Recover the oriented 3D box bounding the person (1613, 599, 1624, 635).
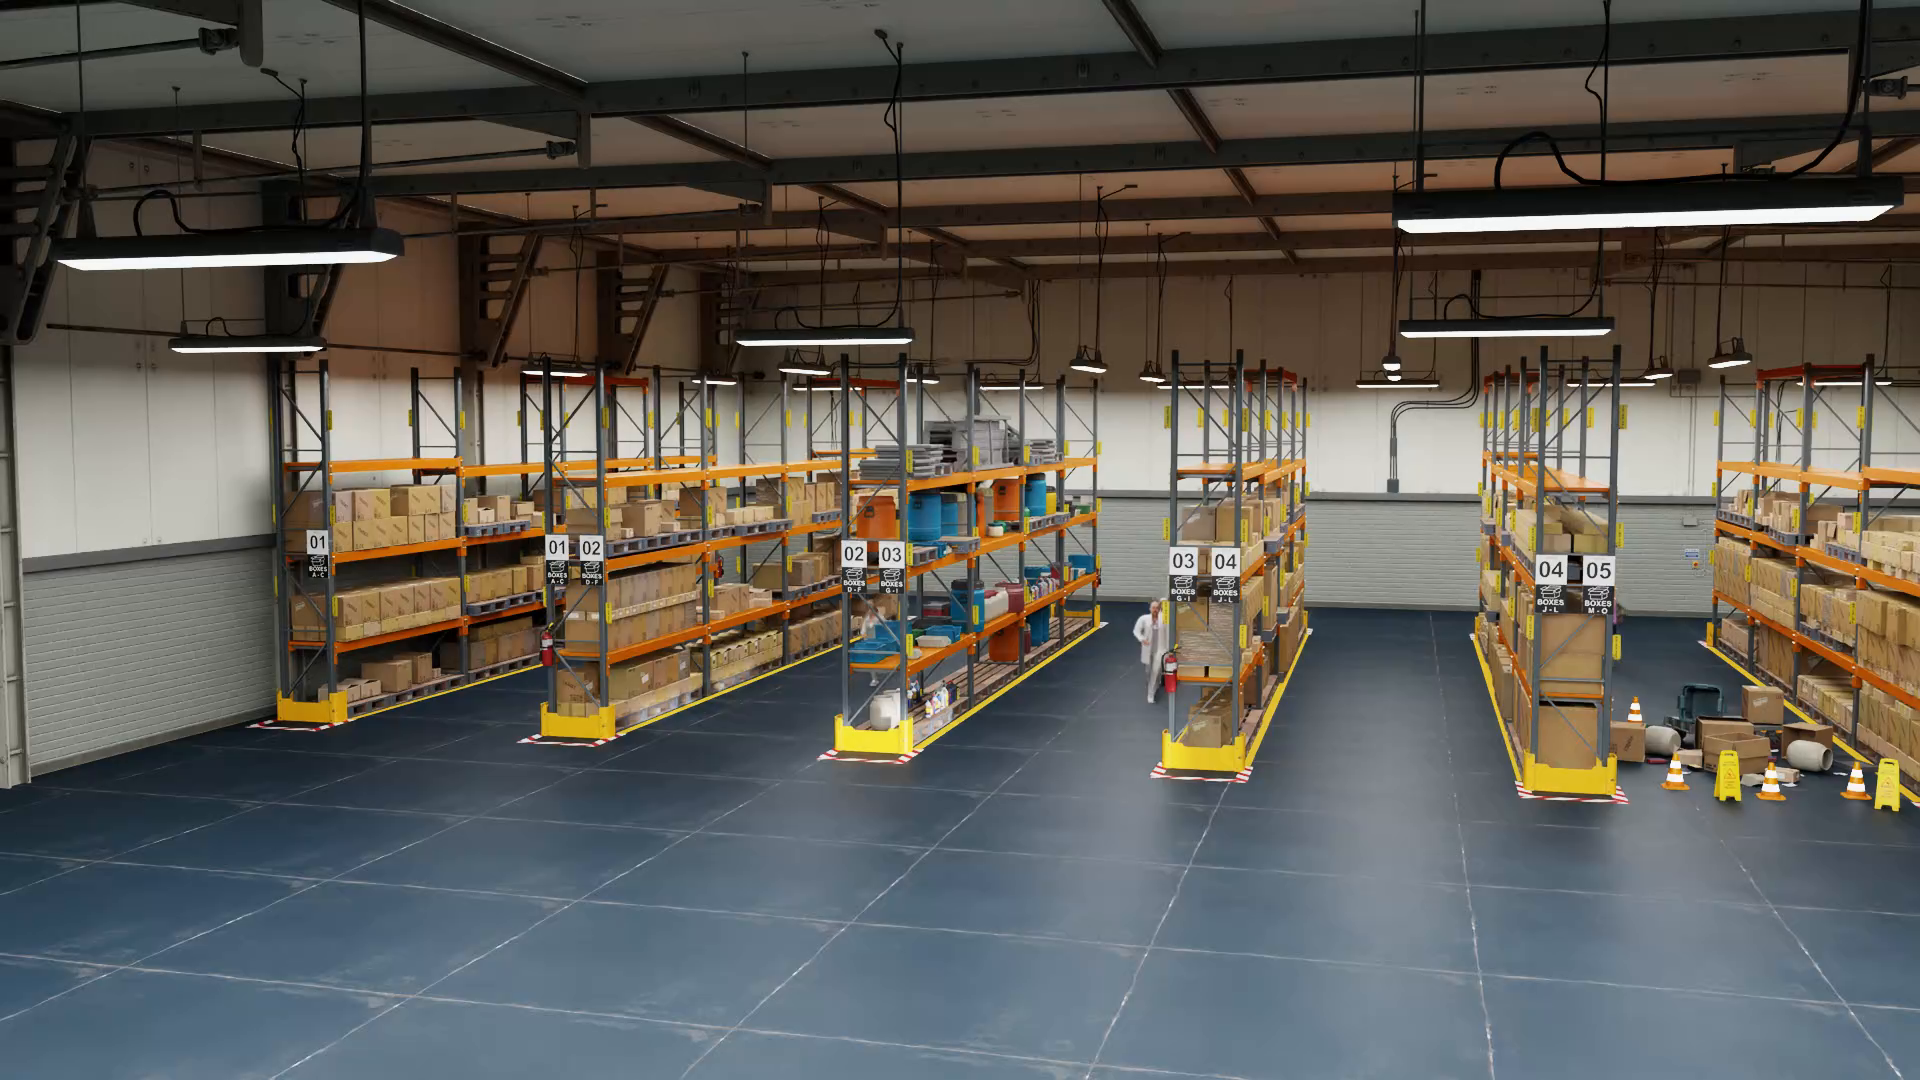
[{"bbox_3d":[13.522,1.759,34.641,0.570,1.555,0.651,1,4,9],"label":"person"}]

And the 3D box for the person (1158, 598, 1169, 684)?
[{"bbox_3d":[3.884,1.919,31.795,0.616,1.627,0.550,1,4,13],"label":"person"}]

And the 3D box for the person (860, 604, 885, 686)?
[{"bbox_3d":[-1.613,1.982,31.299,0.560,1.558,0.598,1,4,18],"label":"person"}]

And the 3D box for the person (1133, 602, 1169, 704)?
[{"bbox_3d":[3.472,1.977,29.812,0.728,1.774,1.073,1,4,7],"label":"person"}]
